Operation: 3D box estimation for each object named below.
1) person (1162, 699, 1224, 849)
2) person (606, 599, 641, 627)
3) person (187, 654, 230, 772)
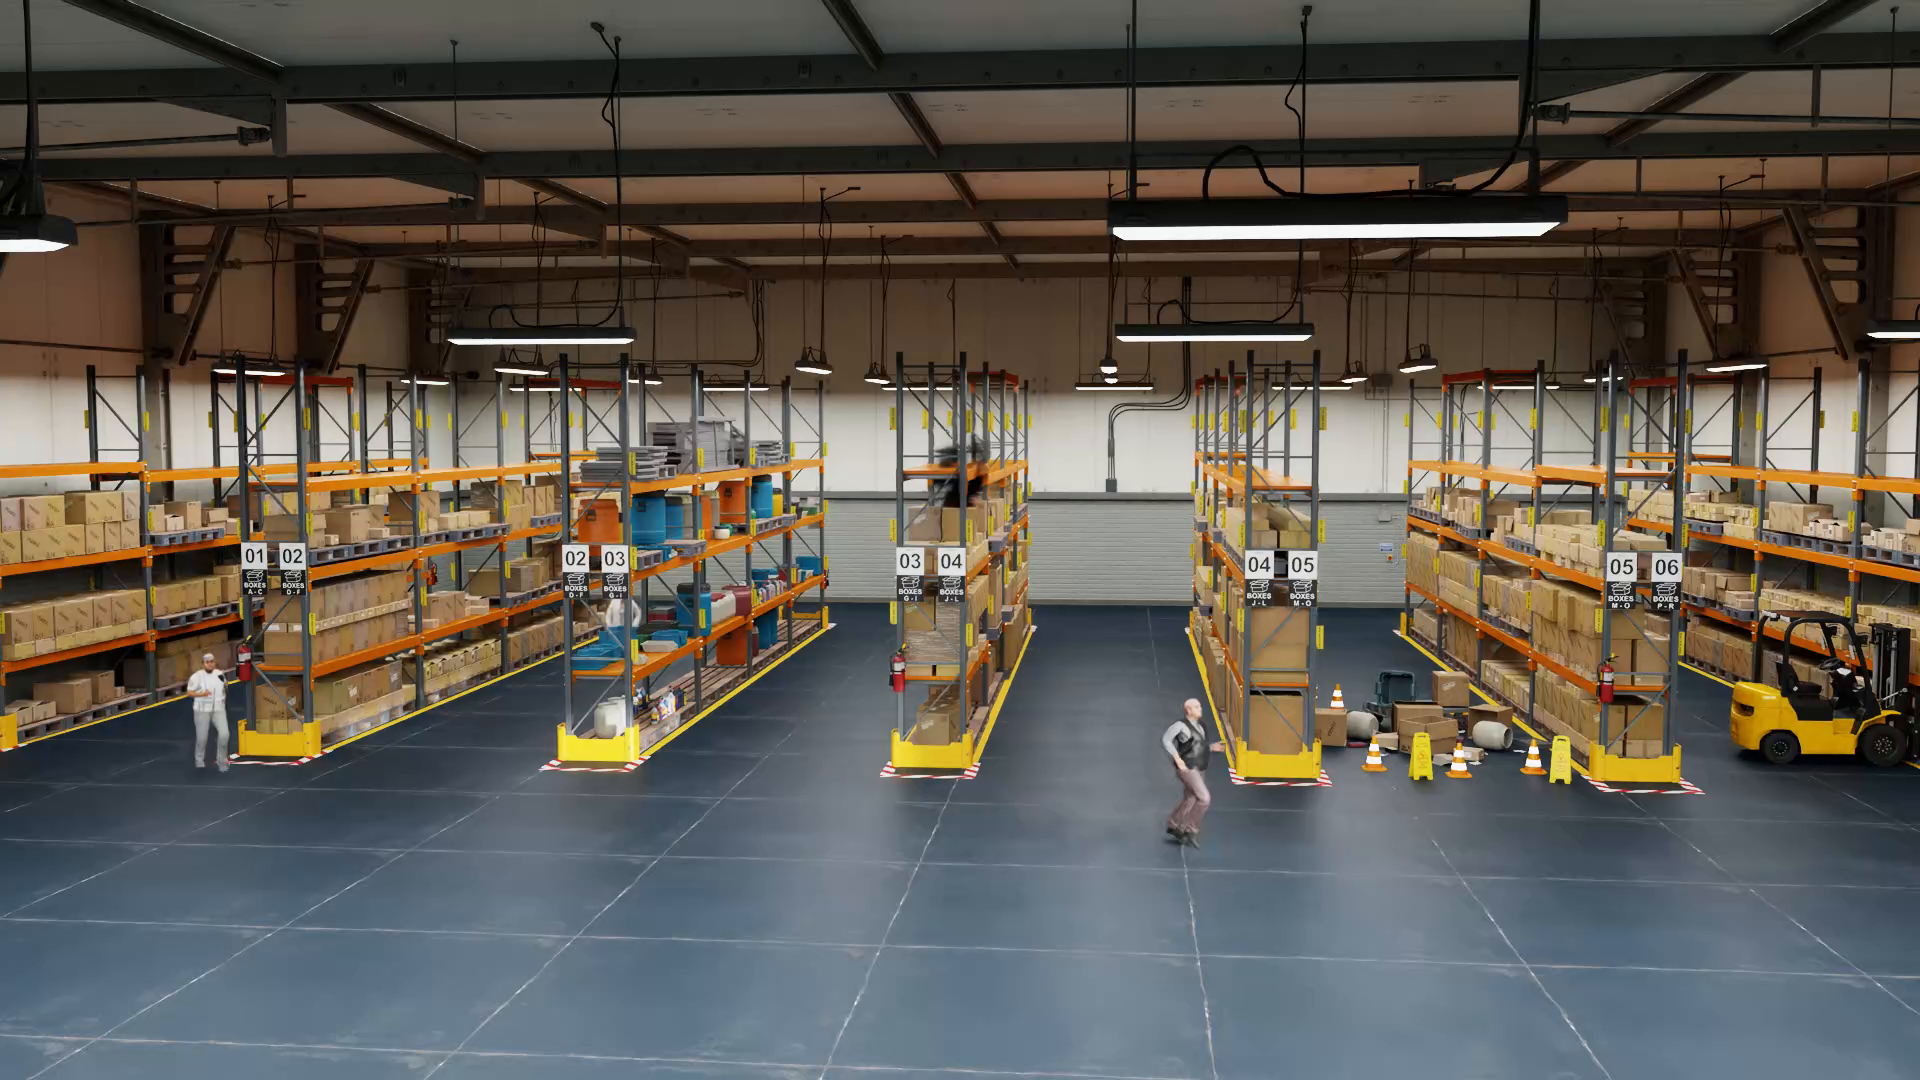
[{"bbox_3d":[2.756,2.756,19.693,0.751,1.762,0.635,3,5,36],"label":"person"},{"bbox_3d":[-6.638,1.814,32.823,0.695,1.727,0.672,0,4,-7],"label":"person"},{"bbox_3d":[-10.757,2.496,23.839,0.605,1.751,0.656,-3,5,-41],"label":"person"}]
